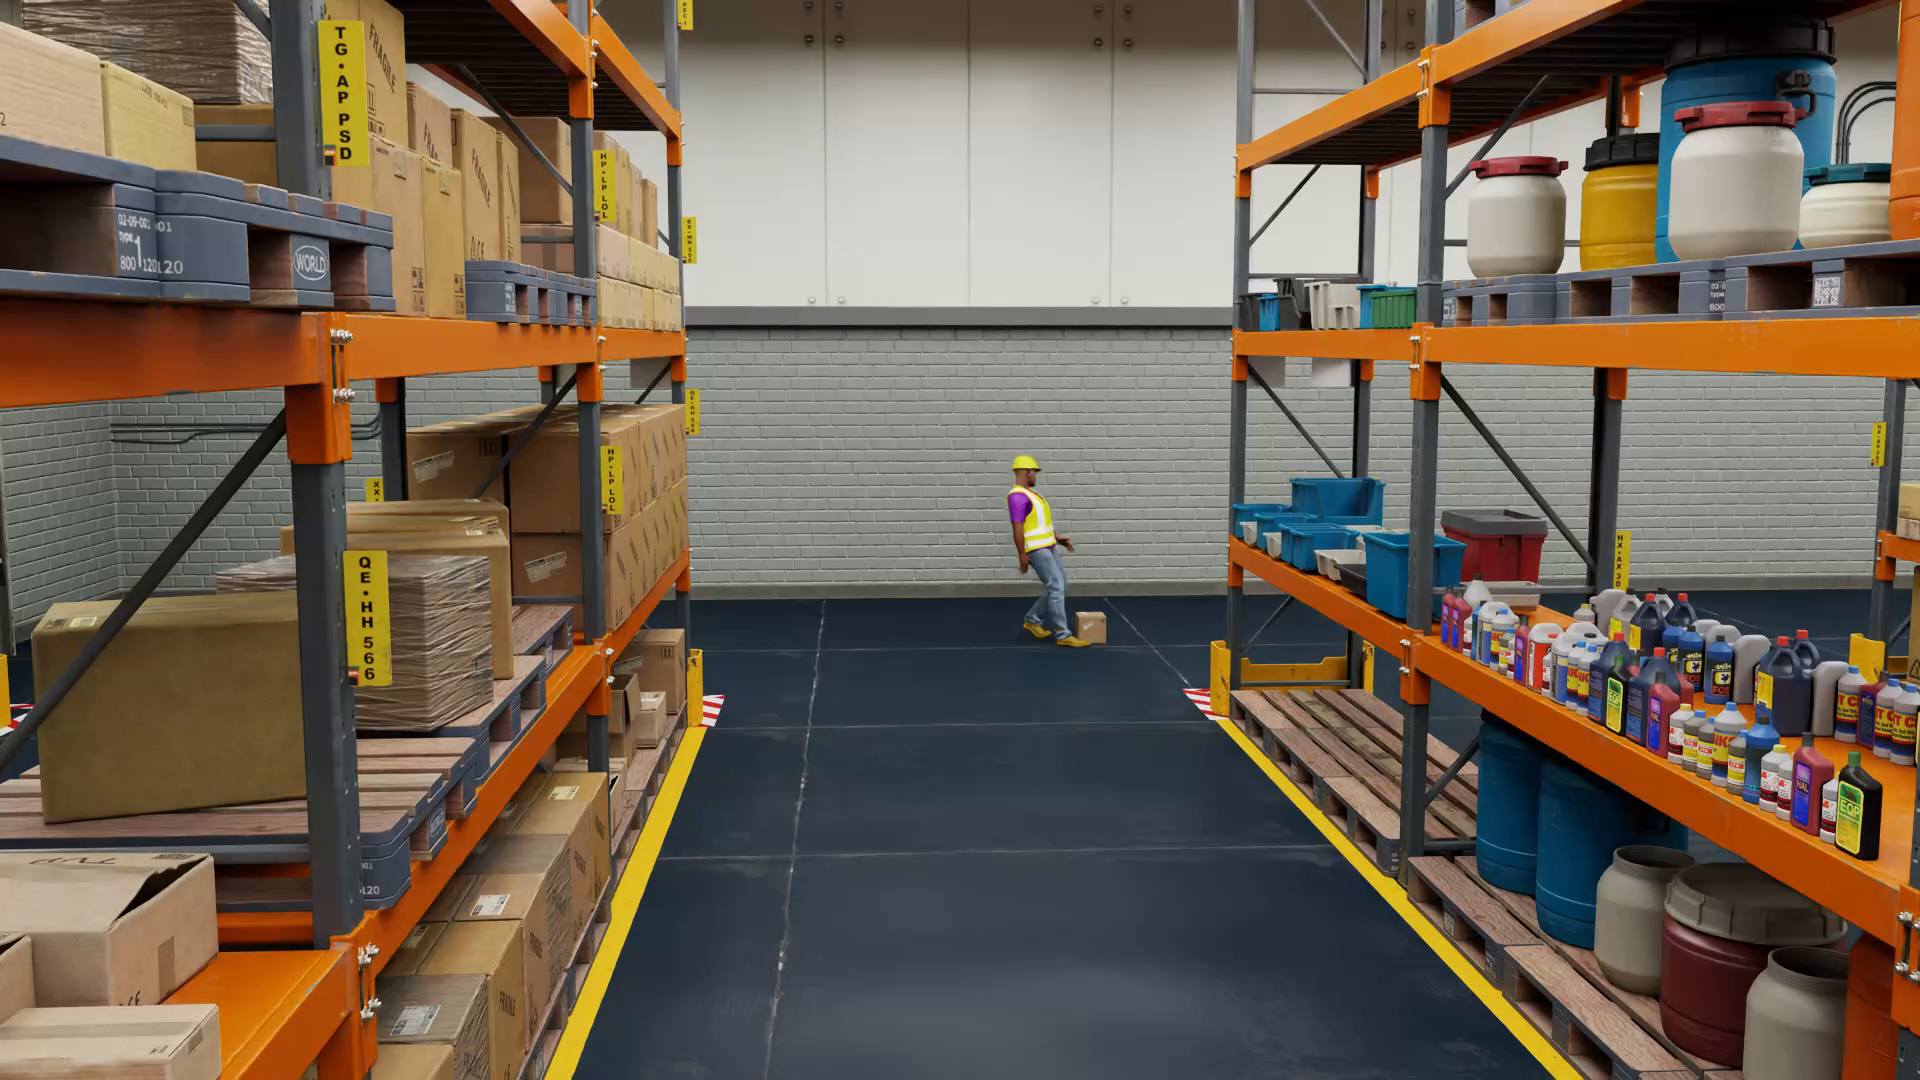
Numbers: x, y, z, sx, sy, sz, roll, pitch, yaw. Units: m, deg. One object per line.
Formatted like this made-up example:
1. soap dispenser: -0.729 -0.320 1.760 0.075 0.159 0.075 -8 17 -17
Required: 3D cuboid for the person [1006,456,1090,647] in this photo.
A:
1. person: 0.831 0.091 15.131 0.785 1.704 0.597 2 7 18
